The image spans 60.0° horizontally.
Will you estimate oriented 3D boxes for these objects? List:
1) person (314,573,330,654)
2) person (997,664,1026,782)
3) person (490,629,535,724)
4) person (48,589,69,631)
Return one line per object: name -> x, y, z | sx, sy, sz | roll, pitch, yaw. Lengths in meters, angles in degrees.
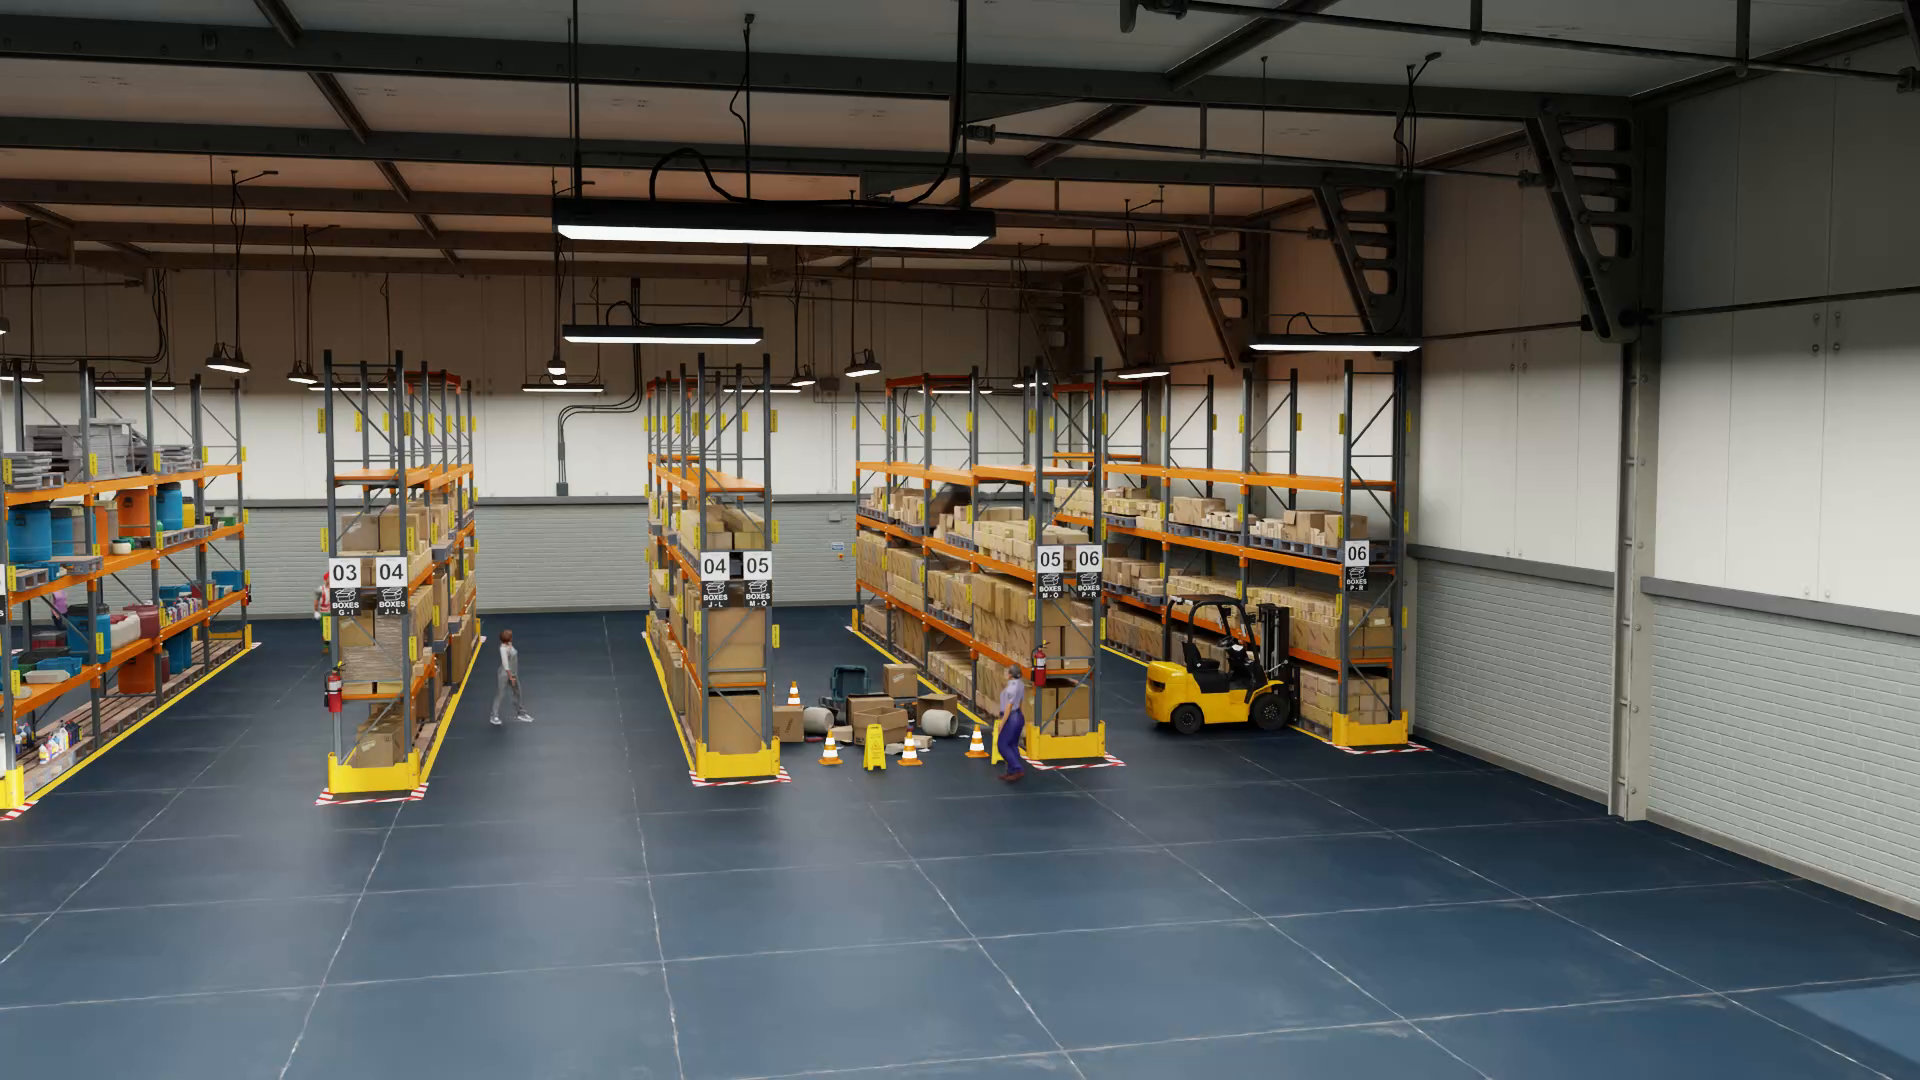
person -> -13.752, 1.588, 36.288 | 0.643, 1.737, 1.051 | -1, 4, -15
person -> 0.724, 2.566, 23.304 | 0.411, 1.645, 0.528 | 0, 4, 5
person -> -7.530, 2.274, 27.823 | 0.580, 1.594, 0.584 | 1, 4, 15
person -> -19.802, 1.650, 36.667 | 0.451, 1.569, 0.539 | 3, 5, 37
